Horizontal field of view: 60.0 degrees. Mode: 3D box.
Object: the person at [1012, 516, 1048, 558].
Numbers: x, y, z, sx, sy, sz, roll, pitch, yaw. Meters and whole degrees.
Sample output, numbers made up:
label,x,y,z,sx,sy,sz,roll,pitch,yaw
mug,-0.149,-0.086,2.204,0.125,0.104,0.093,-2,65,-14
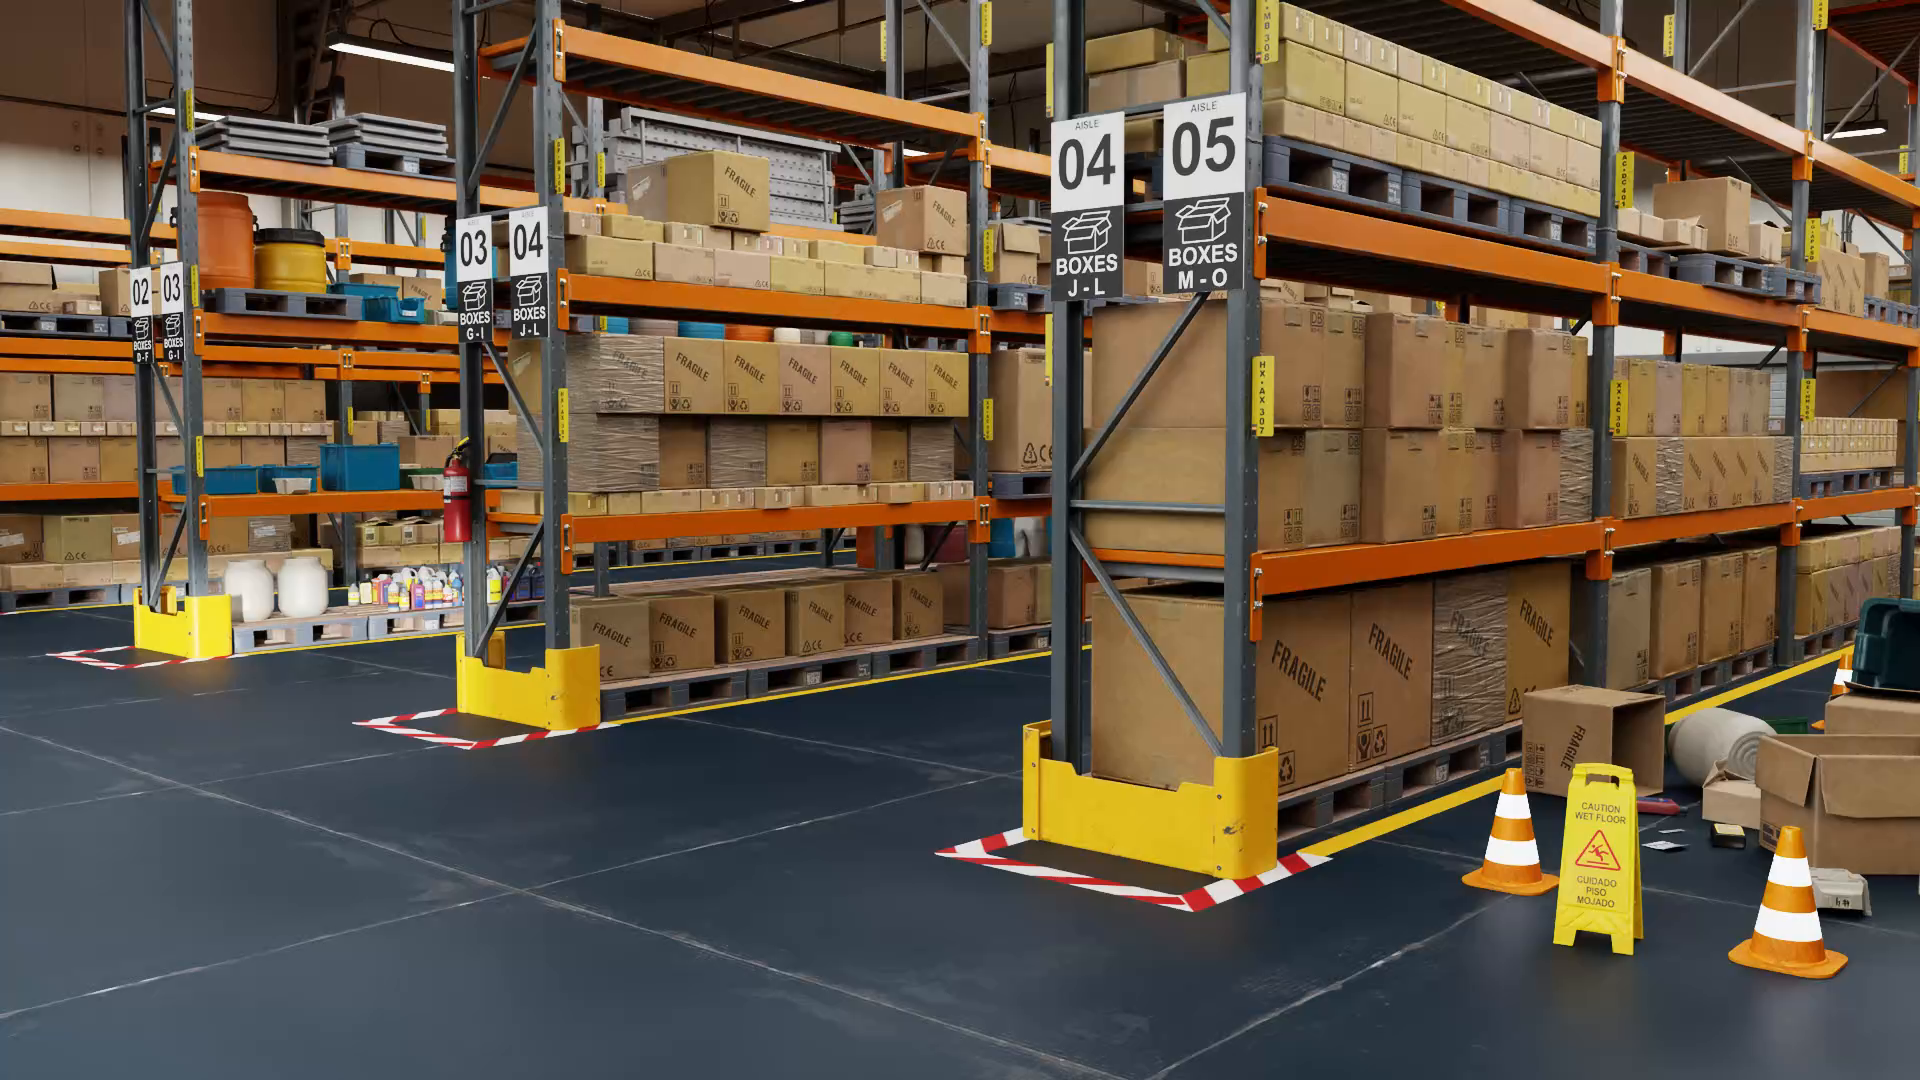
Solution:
label,x,y,z,sx,sy,sz,roll,pitch,yaw
person,0.684,-0.065,16.611,0.438,1.681,0.362,3,5,42
